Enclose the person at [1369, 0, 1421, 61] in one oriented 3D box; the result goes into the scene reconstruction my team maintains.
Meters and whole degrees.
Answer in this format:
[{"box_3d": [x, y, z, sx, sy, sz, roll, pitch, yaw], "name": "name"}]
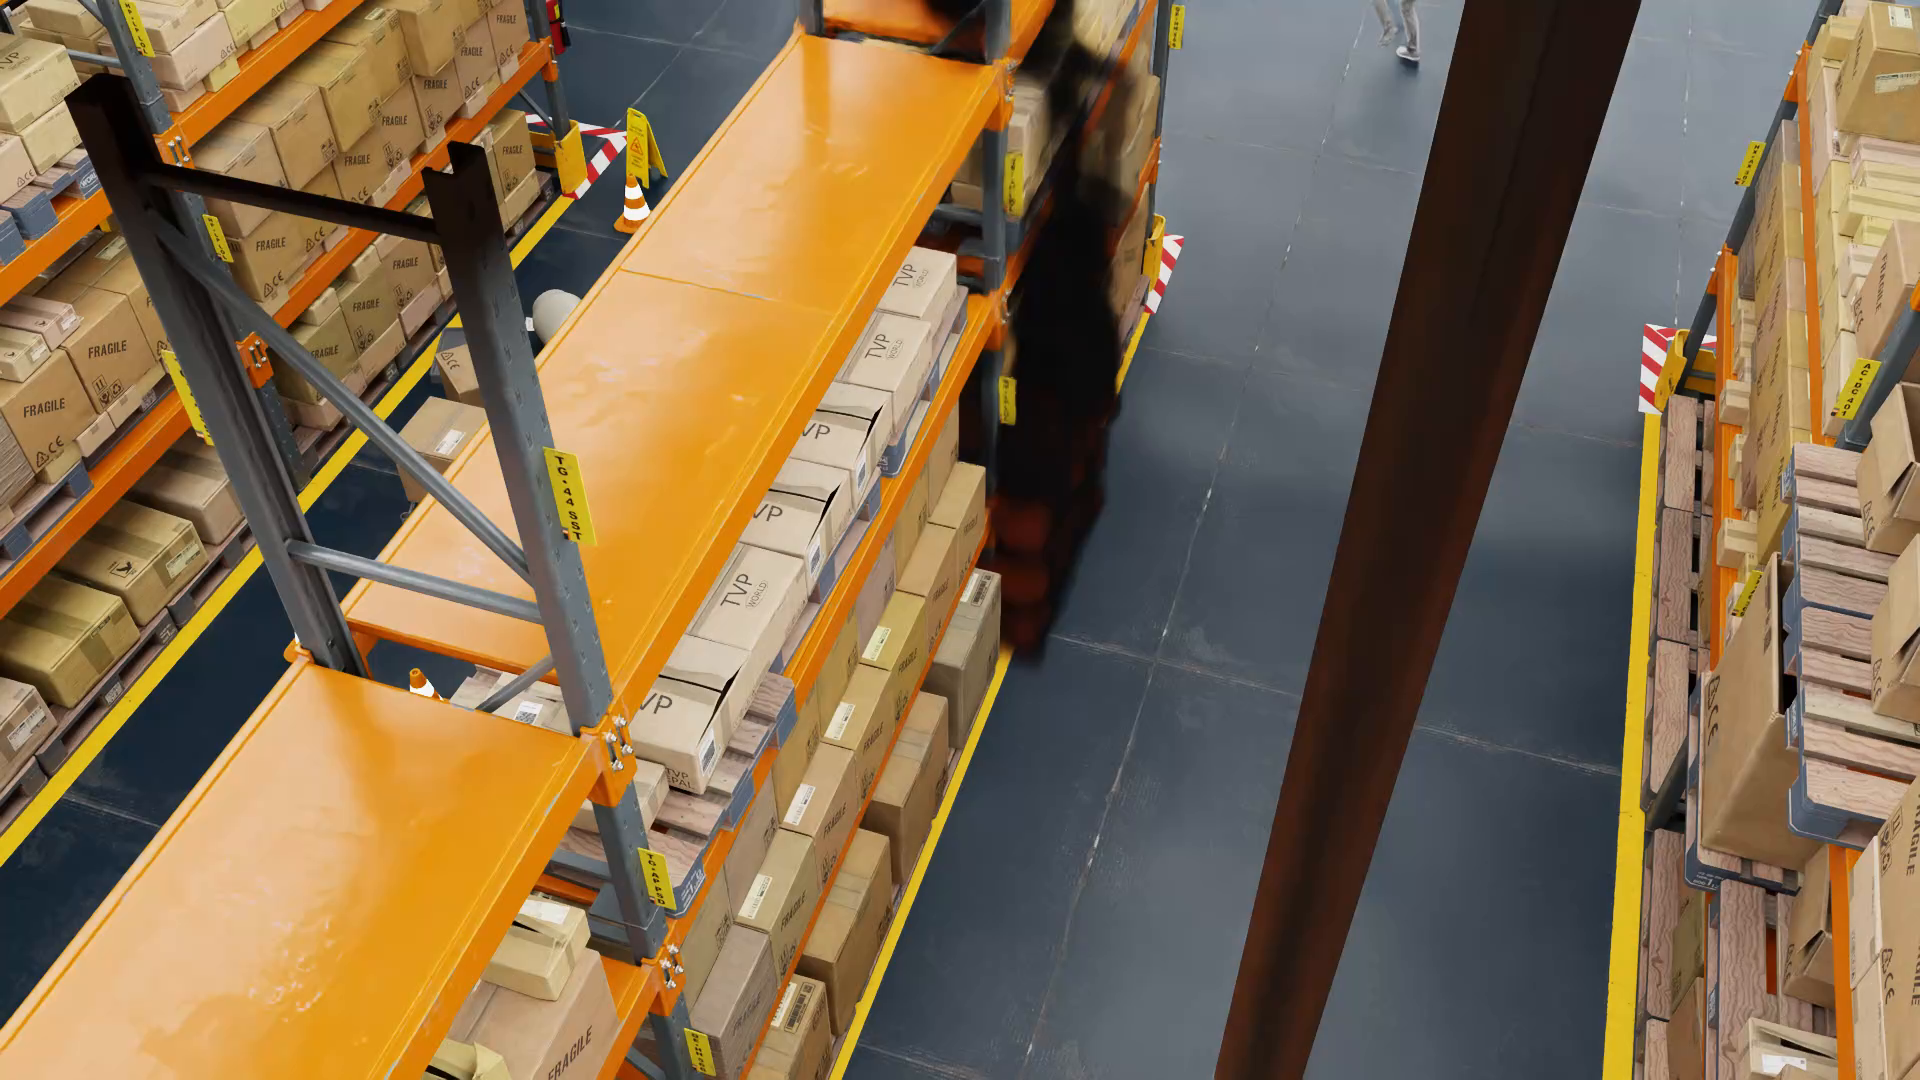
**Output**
[{"box_3d": [3.972, -5.194, 15.028, 0.631, 1.650, 0.780, -20, 49, -18], "name": "person"}]
